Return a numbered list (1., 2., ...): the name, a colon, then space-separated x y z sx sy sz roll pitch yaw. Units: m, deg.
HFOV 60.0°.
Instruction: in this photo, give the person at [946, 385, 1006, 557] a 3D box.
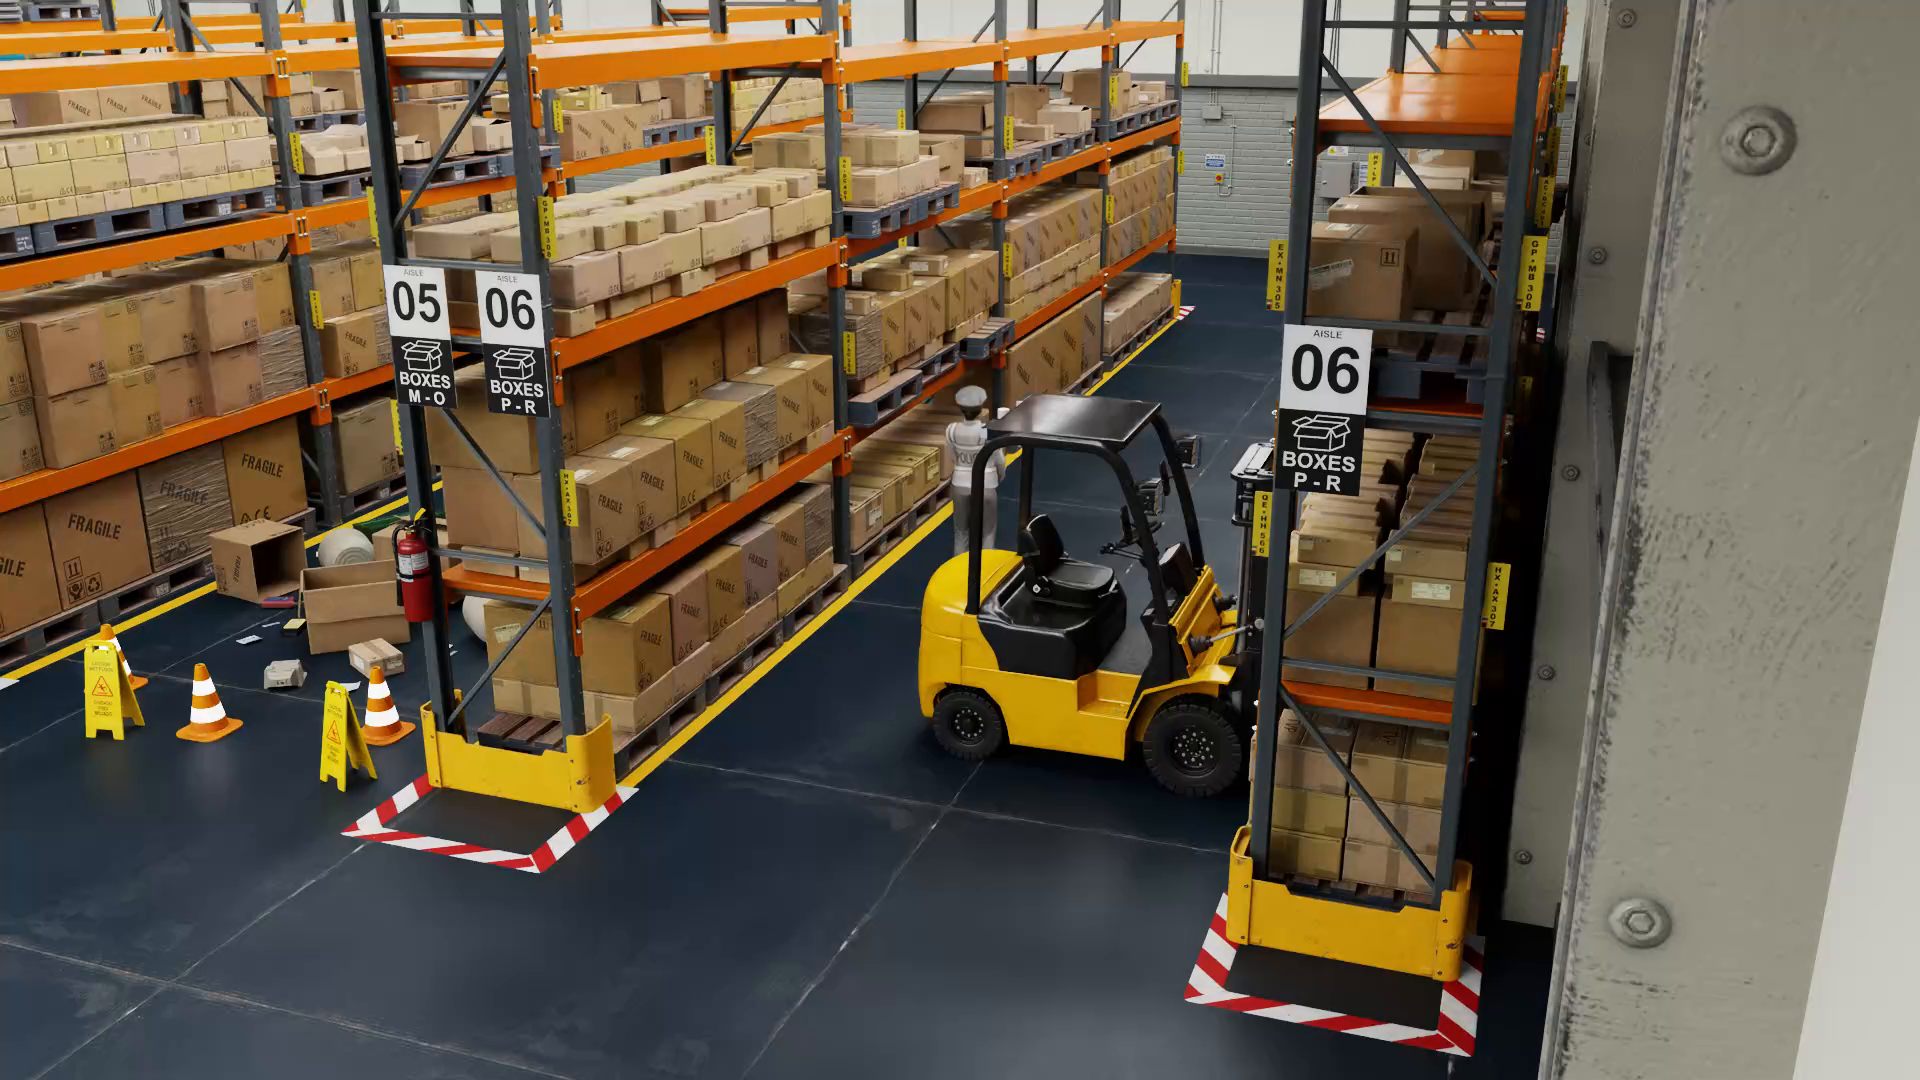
1. person: 0.143 -0.419 13.262 0.458 1.689 0.543 6 20 18
